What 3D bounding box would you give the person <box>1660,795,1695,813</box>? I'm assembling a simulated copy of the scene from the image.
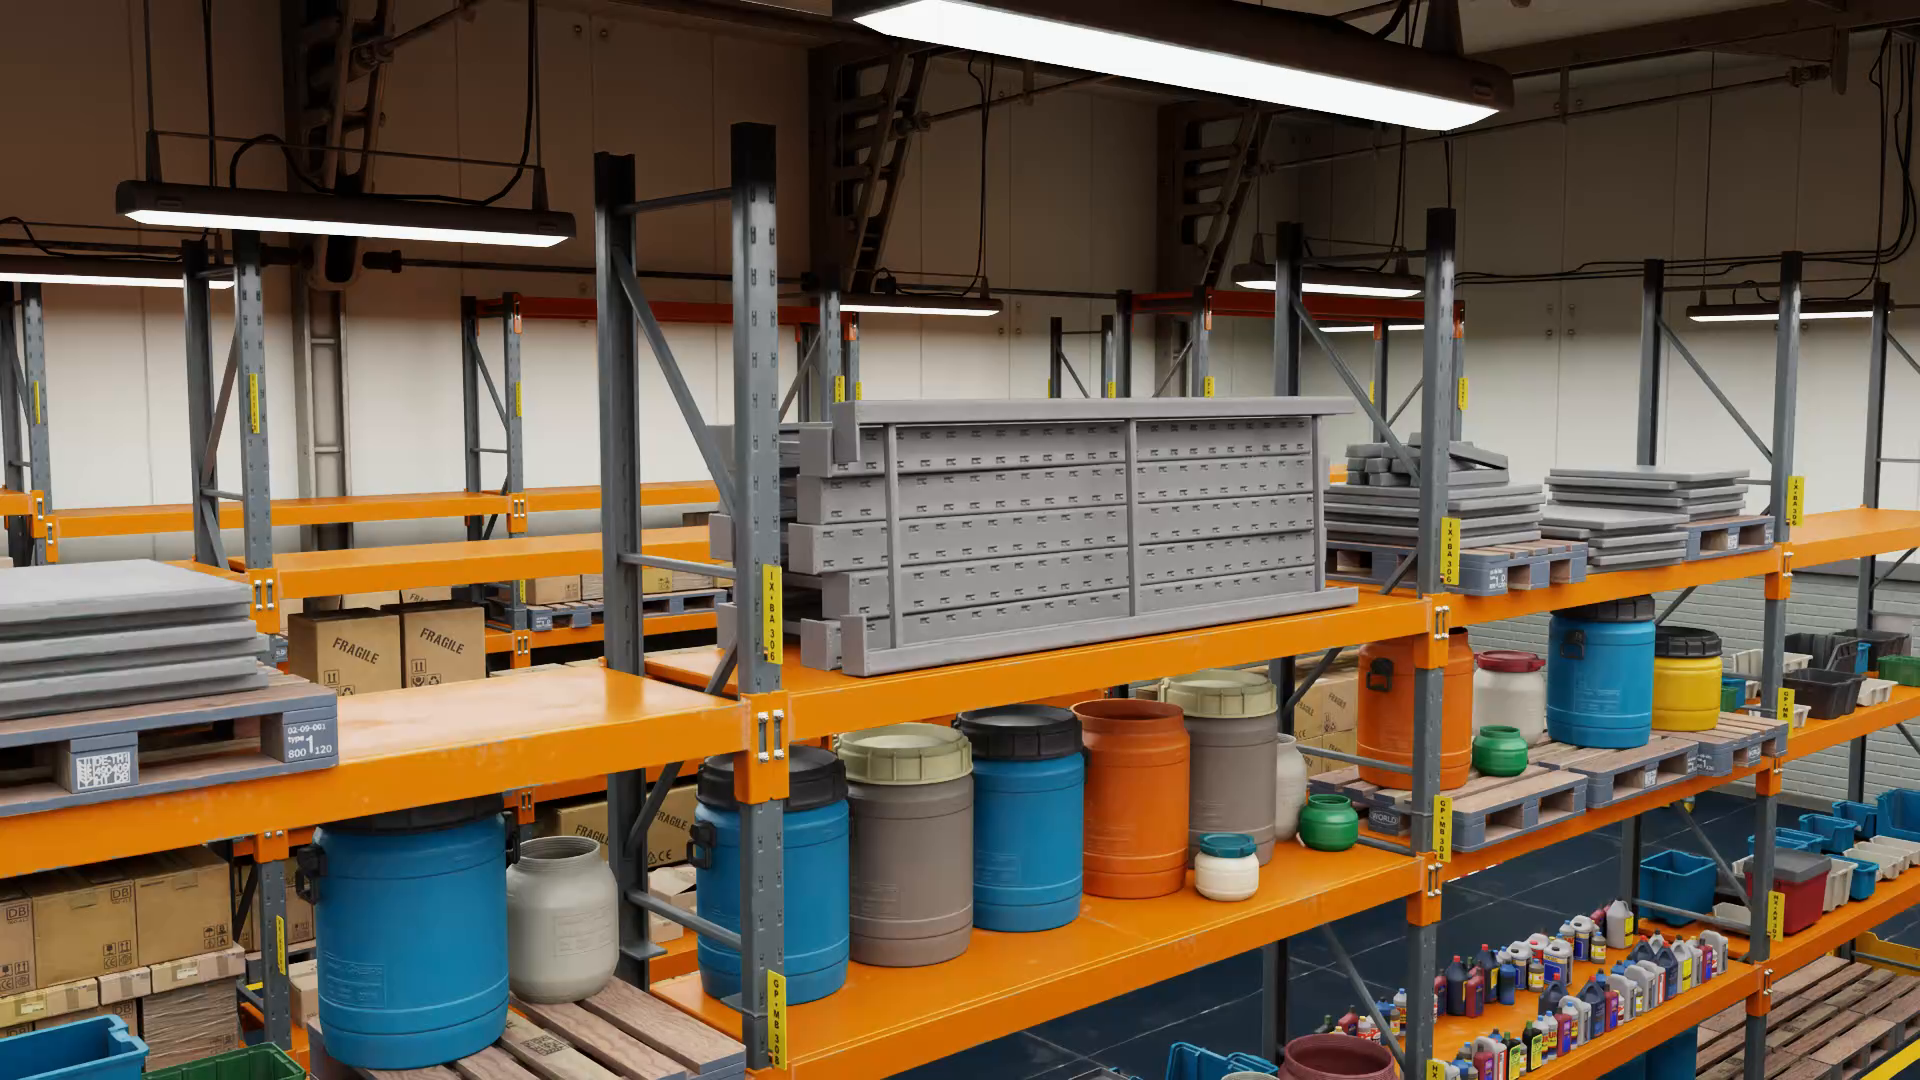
[{"bbox_3d":[8.675,2.376,20.215,0.467,1.768,0.598,-5,7,-42],"label":"person"}]
